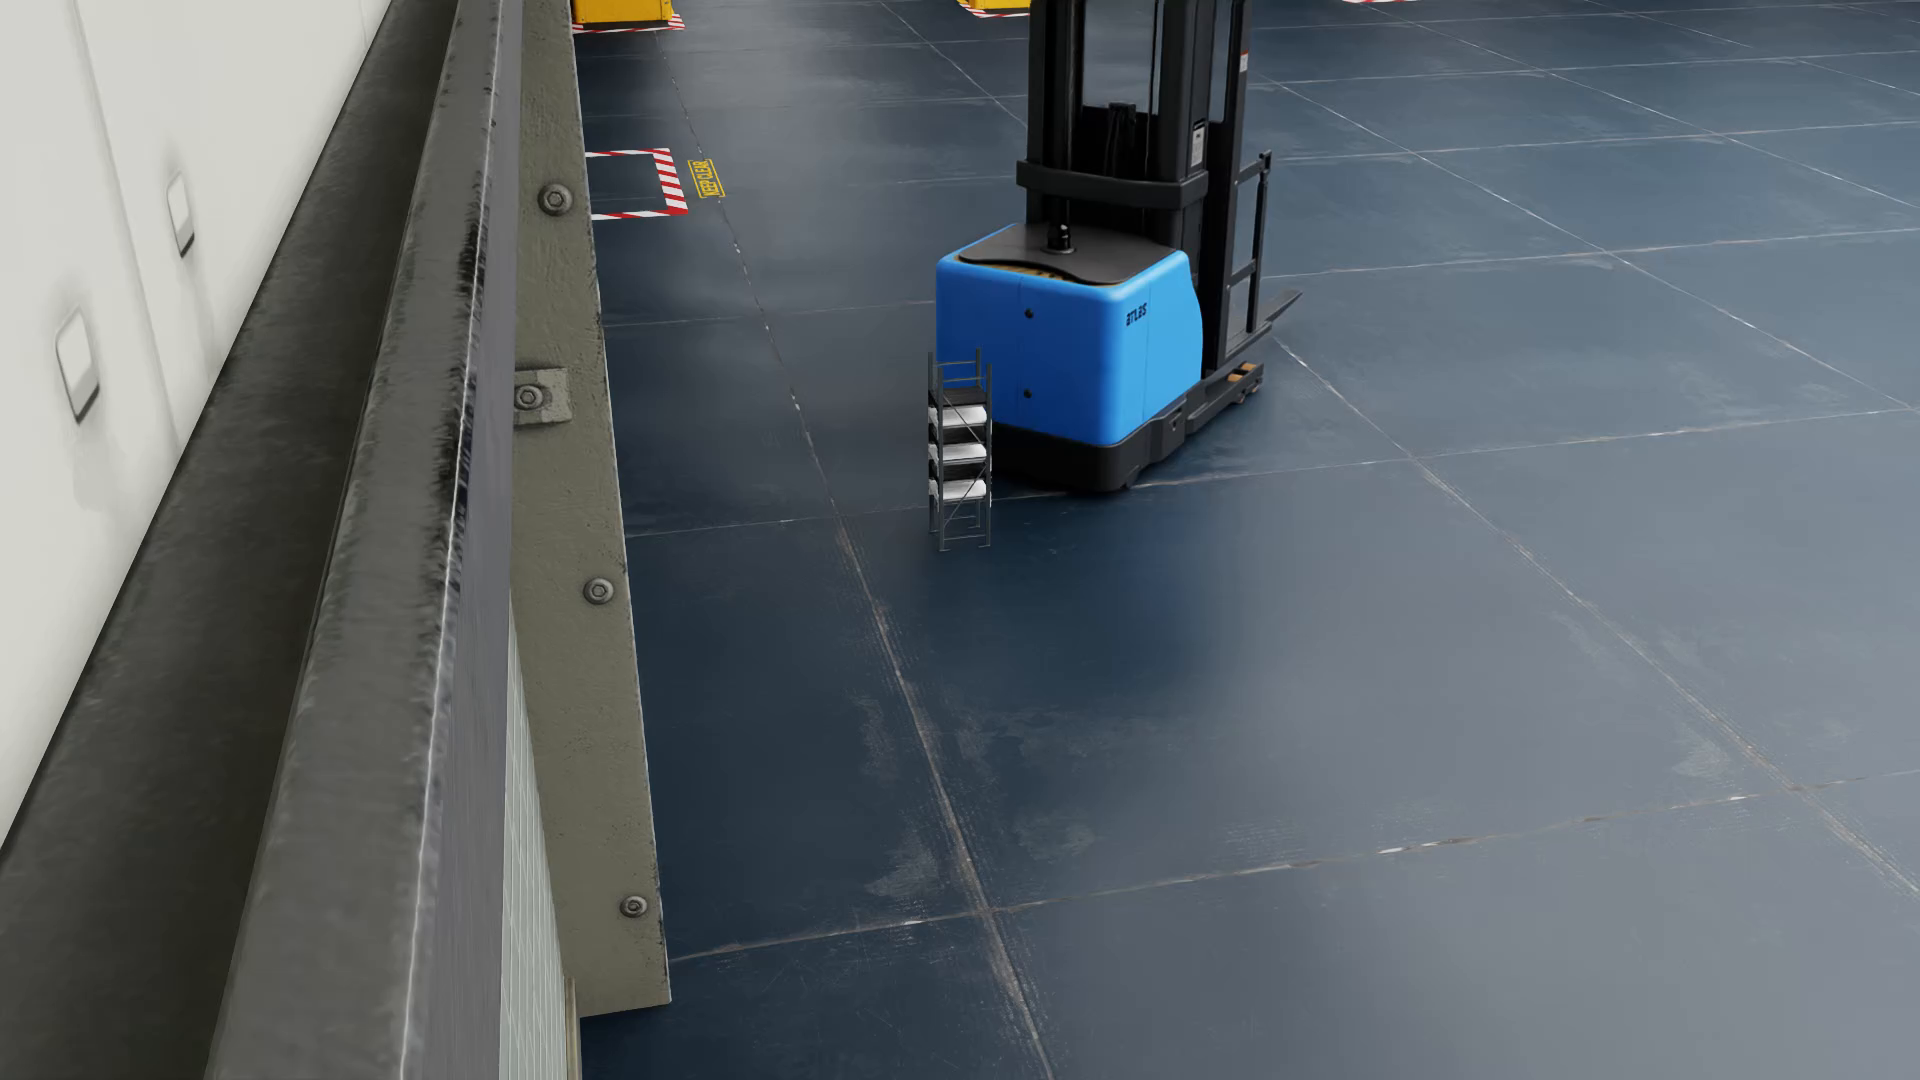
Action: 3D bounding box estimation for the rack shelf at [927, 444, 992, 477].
[{"bbox_3d":[-0.002,-0.376,7.569,0.258,0.077,0.200,-6,27,-12],"label":"rack shelf"}]

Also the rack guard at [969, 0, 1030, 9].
[{"bbox_3d":[0.713,-7.081,21.224,1.175,0.500,0.348,-6,27,-12],"label":"rack guard"}]

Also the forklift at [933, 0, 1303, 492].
[{"bbox_3d":[1.060,-2.163,8.783,1.130,2.935,3.031,15,31,28],"label":"forklift"}]

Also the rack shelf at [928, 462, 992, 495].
[{"bbox_3d":[-0.002,-0.295,7.610,0.258,0.077,0.200,-6,27,-12],"label":"rack shelf"}]

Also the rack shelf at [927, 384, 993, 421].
[{"bbox_3d":[-0.002,-0.617,7.448,0.258,0.077,0.200,-6,27,-12],"label":"rack shelf"}]

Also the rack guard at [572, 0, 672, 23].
[{"bbox_3d":[-4.135,-6.620,20.311,1.175,0.500,0.348,-6,27,-12],"label":"rack guard"}]

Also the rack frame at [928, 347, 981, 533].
[{"bbox_3d":[-0.025,-0.450,7.643,0.240,0.900,0.006,-6,27,-12],"label":"rack frame"}]

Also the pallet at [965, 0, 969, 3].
[{"bbox_3d":[0.495,-7.294,21.966,1.003,0.211,1.213,-6,27,-12],"label":"pallet"}]

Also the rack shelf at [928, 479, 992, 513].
[{"bbox_3d":[-0.002,-0.215,7.650,0.258,0.077,0.200,-6,27,-12],"label":"rack shelf"}]

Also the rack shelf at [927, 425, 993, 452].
[{"bbox_3d":[-0.002,-0.456,7.529,0.258,0.077,0.200,-6,27,-12],"label":"rack shelf"}]

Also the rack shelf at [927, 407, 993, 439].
[{"bbox_3d":[-0.002,-0.536,7.488,0.258,0.077,0.200,-6,27,-12],"label":"rack shelf"}]

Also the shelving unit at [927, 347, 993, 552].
[{"bbox_3d":[-0.002,-0.405,7.554,0.258,0.900,0.210,-6,27,-12],"label":"shelving unit"}]

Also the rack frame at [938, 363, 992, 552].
[{"bbox_3d":[0.021,-0.361,7.466,0.240,0.900,0.006,-6,27,-12],"label":"rack frame"}]

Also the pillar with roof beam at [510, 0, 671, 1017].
[{"bbox_3d":[3.132,-3.135,3.975,9.100,9.000,0.400,-6,27,-12],"label":"pillar with roof beam"}]
